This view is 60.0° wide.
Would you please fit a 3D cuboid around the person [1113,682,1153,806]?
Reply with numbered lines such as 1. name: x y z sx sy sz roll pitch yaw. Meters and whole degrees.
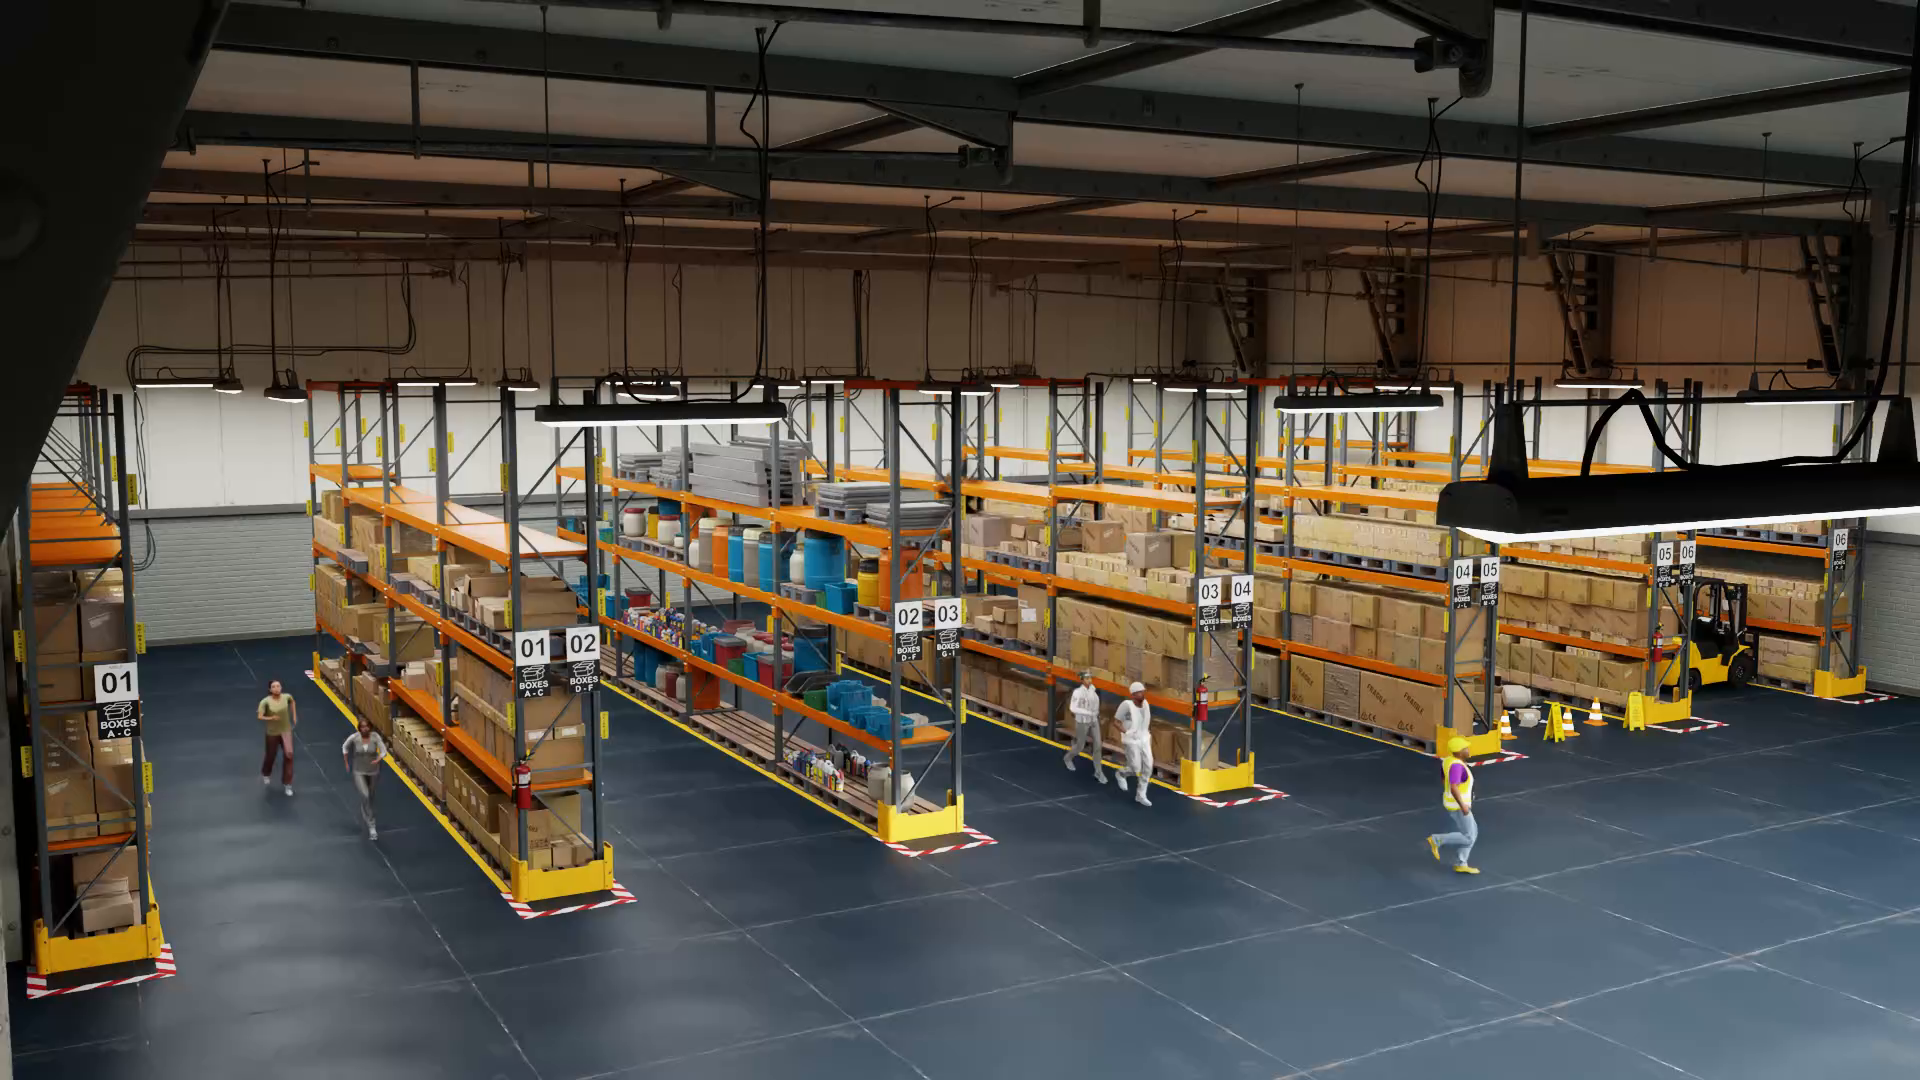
1. person: 2.520 2.920 24.048 0.720 1.768 0.722 -4 7 -33

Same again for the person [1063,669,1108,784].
1. person: 1.918 2.795 25.329 0.609 1.711 0.934 -4 7 -33

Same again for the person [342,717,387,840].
1. person: -8.012 3.164 22.433 0.557 1.584 0.930 -3 7 -26

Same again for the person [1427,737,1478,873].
1. person: 6.131 3.296 20.664 0.659 1.718 0.721 1 6 7

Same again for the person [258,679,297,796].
1. person: -10.125 2.885 24.660 0.581 1.715 0.880 -4 7 -34
